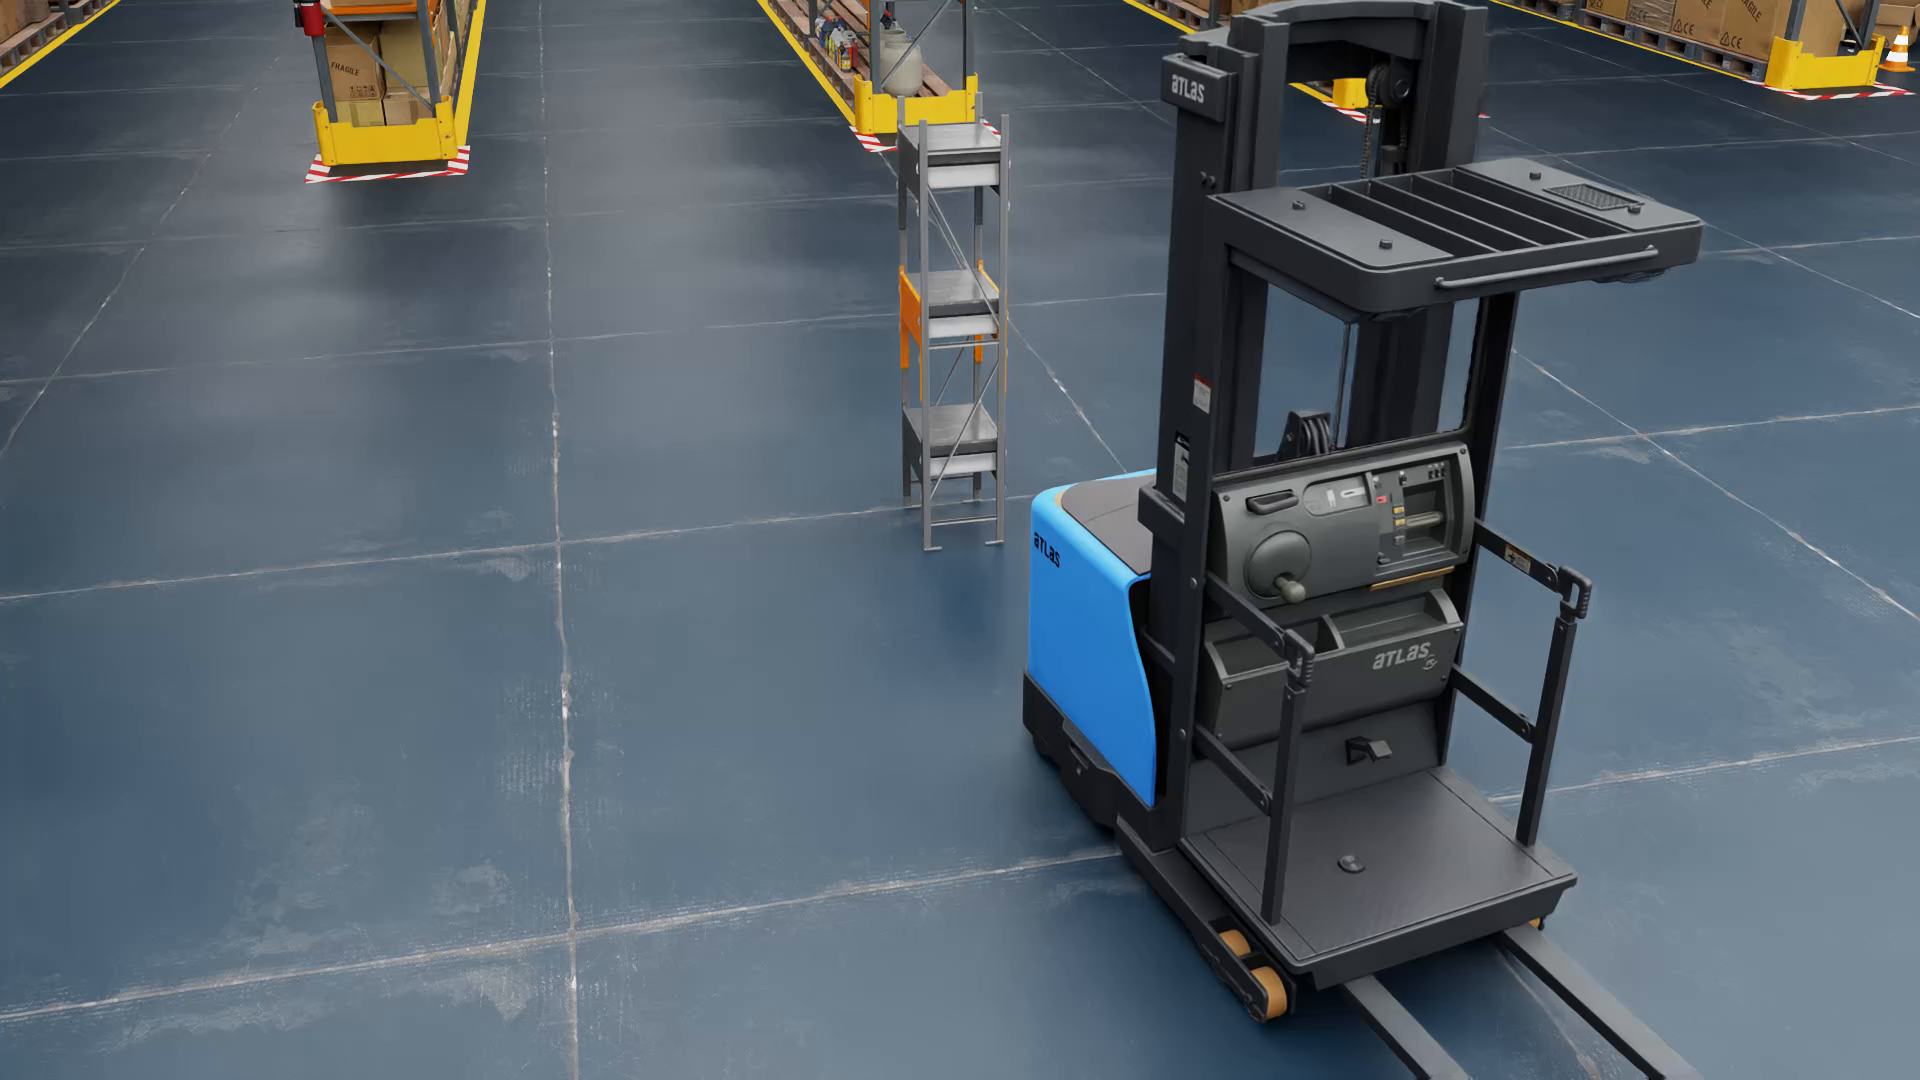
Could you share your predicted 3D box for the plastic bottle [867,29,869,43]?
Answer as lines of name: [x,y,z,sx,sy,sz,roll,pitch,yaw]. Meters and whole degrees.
plastic bottle: [-0.977,-5.836,18.936,0.144,0.351,0.185,-6,27,-12]

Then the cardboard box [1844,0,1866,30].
cardboard box: [11.038,-6.714,20.842,0.797,0.637,0.503,-6,27,-12]

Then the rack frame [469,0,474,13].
rack frame: [-6.991,-8.345,21.455,1.000,3.000,0.127,-6,27,-12]

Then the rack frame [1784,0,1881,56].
rack frame: [9.319,-6.297,17.397,1.000,3.000,0.127,-6,27,-12]

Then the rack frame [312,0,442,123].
rack frame: [-5.188,-4.833,14.497,1.000,3.000,0.127,-6,27,-12]

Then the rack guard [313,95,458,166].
rack guard: [-5.183,-3.707,15.039,1.175,0.500,0.348,-6,27,-12]

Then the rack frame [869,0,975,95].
rack frame: [-0.361,-5.335,15.490,1.000,3.000,0.127,-6,27,-12]

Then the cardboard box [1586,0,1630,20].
cardboard box: [8.491,-7.009,20.699,0.875,0.875,0.875,-6,27,-11]

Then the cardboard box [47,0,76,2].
cardboard box: [-11.854,-7.405,21.511,0.750,0.750,0.750,-6,27,-12]

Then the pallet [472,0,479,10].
pallet: [-7.122,-7.432,22.740,1.003,0.211,1.213,-6,27,-12]

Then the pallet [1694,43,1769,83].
pallet: [9.063,-5.395,18.705,1.003,0.211,1.213,-6,27,-12]

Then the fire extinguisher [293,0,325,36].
fire extinguisher: [-5.614,-4.700,14.318,0.296,0.674,0.183,-6,27,-12]

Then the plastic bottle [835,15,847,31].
plastic bottle: [-1.345,-5.723,18.710,0.144,0.351,0.185,-6,27,-12]

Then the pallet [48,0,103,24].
pallet: [-11.921,-6.950,21.784,1.003,0.211,1.213,-6,27,-12]

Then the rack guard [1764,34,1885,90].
rack guard: [9.325,-5.170,17.939,1.175,0.500,0.348,-6,27,-12]

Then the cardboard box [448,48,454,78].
cardboard box: [-5.542,-4.929,17.273,0.500,0.250,0.500,-6,27,-12]

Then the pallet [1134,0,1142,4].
pallet: [2.836,-7.762,23.393,1.003,0.211,1.213,-6,27,-12]

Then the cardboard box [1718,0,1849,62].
cardboard box: [9.102,-5.827,18.357,0.875,0.875,0.875,-6,27,-11]

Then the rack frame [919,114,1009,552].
rack frame: [0.018,-0.903,7.709,0.400,2.100,0.015,-6,27,-12]

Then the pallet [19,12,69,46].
pallet: [-11.642,-6.253,20.404,1.003,0.211,1.213,-6,27,-12]

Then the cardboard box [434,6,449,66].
cardboard box: [-5.428,-5.045,16.669,0.500,0.500,0.500,-6,27,-12]

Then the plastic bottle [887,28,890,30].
plastic bottle: [-0.792,-5.512,18.368,0.061,0.283,0.133,-6,27,-12]

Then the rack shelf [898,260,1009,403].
rack shelf: [-0.037,-0.998,7.927,0.431,0.518,0.480,-6,27,-12]

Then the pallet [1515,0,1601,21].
pallet: [8.171,-7.139,22.160,1.003,0.211,1.213,-6,27,-12]

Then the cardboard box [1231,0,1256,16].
cardboard box: [3.614,-6.486,20.078,0.500,0.500,0.500,-7,28,-13]

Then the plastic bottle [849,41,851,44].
plastic bottle: [-1.197,-5.322,18.082,0.097,0.201,0.097,0,27,0]

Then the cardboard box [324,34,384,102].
cardboard box: [-5.599,-4.333,15.259,0.500,0.500,0.500,-6,27,-12]

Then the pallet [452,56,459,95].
pallet: [-5.951,-4.991,17.904,1.003,0.211,1.213,-6,27,-12]

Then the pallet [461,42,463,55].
pallet: [-6.294,-5.664,19.237,1.003,0.211,1.213,-6,27,-12]

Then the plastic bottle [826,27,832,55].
plastic bottle: [-1.446,-5.518,18.380,0.061,0.283,0.133,-5,27,-9]

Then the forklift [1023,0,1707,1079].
forklift: [1.303,-0.014,5.024,1.130,2.935,3.031,-11,29,-21]

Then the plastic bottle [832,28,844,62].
plastic bottle: [-1.305,-5.357,17.986,0.144,0.351,0.185,-5,27,-9]

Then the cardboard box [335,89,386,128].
cardboard box: [-5.597,-3.999,15.429,0.500,0.250,0.500,-6,27,-12]

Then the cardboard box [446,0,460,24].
cardboard box: [-5.940,-6.006,18.784,0.500,0.311,0.500,-6,27,-11]

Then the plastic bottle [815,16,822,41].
plastic bottle: [-1.618,-5.885,19.120,0.097,0.271,0.097,0,27,0]

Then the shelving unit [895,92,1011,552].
shelving unit: [-0.037,-1.010,7.921,0.431,2.100,0.503,-6,27,-12]

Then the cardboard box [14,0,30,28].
cardboard box: [-11.601,-6.372,19.832,0.700,0.500,0.500,-6,27,-12]

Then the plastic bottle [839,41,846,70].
plastic bottle: [-1.246,-5.130,17.610,0.061,0.283,0.133,-5,27,-10]

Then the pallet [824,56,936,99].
pallet: [-0.874,-5.010,17.942,1.003,0.211,1.213,-6,27,-12]

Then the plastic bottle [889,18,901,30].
plastic bottle: [-0.721,-5.625,18.517,0.144,0.351,0.185,-6,27,-12]

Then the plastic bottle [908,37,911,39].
plastic bottle: [-0.544,-5.291,17.944,0.097,0.271,0.097,0,27,0]

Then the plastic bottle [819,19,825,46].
plastic bottle: [-1.519,-5.748,18.843,0.152,0.276,0.135,-5,27,-10]

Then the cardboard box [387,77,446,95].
cardboard box: [-5.209,-4.270,15.967,0.500,0.250,0.500,-6,27,-12]

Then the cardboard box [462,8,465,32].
cardboard box: [-6.172,-6.203,19.796,0.500,0.250,0.500,-7,28,-13]

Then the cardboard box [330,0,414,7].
cardboard box: [-5.281,-5.084,14.883,0.700,0.500,0.500,-6,27,-12]

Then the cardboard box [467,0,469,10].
cardboard box: [-6.515,-6.873,21.124,0.500,0.250,0.500,-6,27,-12]
